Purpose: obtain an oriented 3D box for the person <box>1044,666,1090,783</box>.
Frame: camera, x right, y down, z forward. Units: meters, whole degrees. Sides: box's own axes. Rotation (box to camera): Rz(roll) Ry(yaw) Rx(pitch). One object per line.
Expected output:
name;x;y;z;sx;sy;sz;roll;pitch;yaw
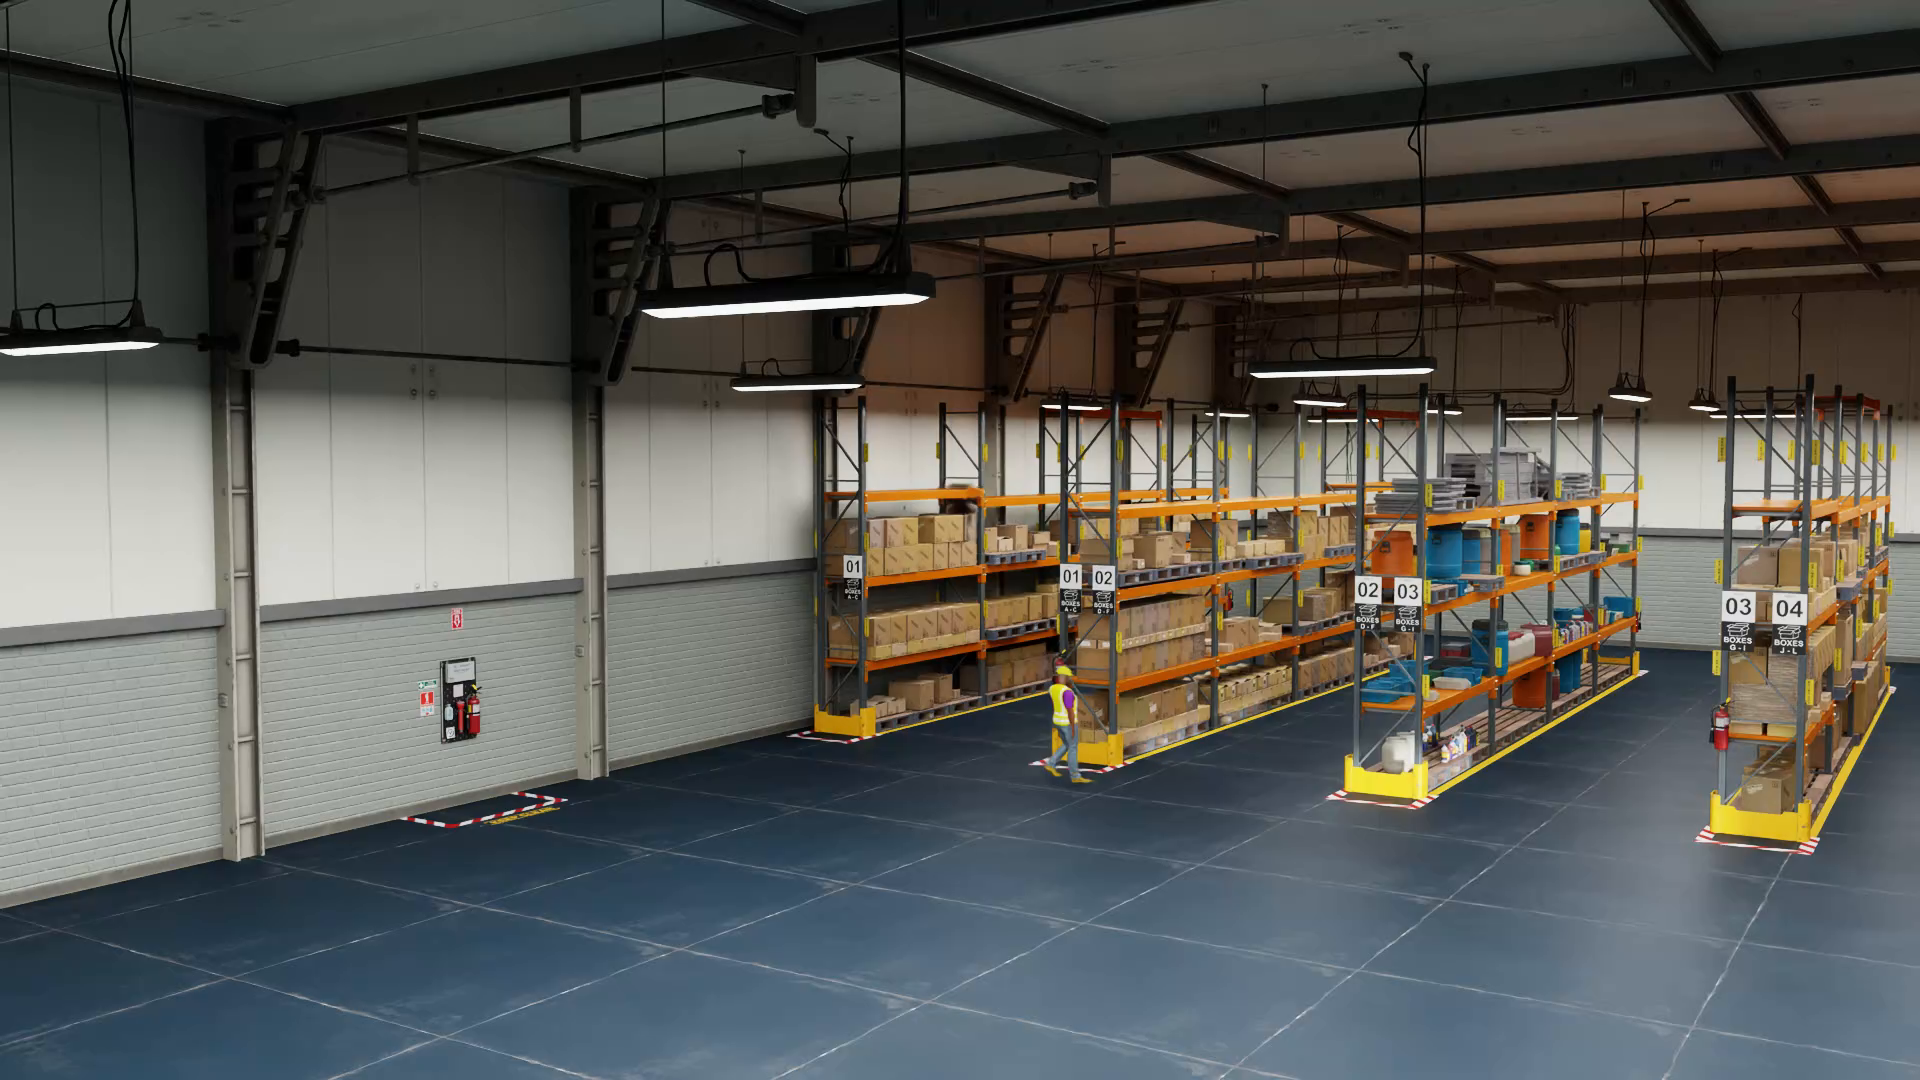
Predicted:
person;1.636;2.803;25.300;0.606;1.776;0.630;-1;3;-25
